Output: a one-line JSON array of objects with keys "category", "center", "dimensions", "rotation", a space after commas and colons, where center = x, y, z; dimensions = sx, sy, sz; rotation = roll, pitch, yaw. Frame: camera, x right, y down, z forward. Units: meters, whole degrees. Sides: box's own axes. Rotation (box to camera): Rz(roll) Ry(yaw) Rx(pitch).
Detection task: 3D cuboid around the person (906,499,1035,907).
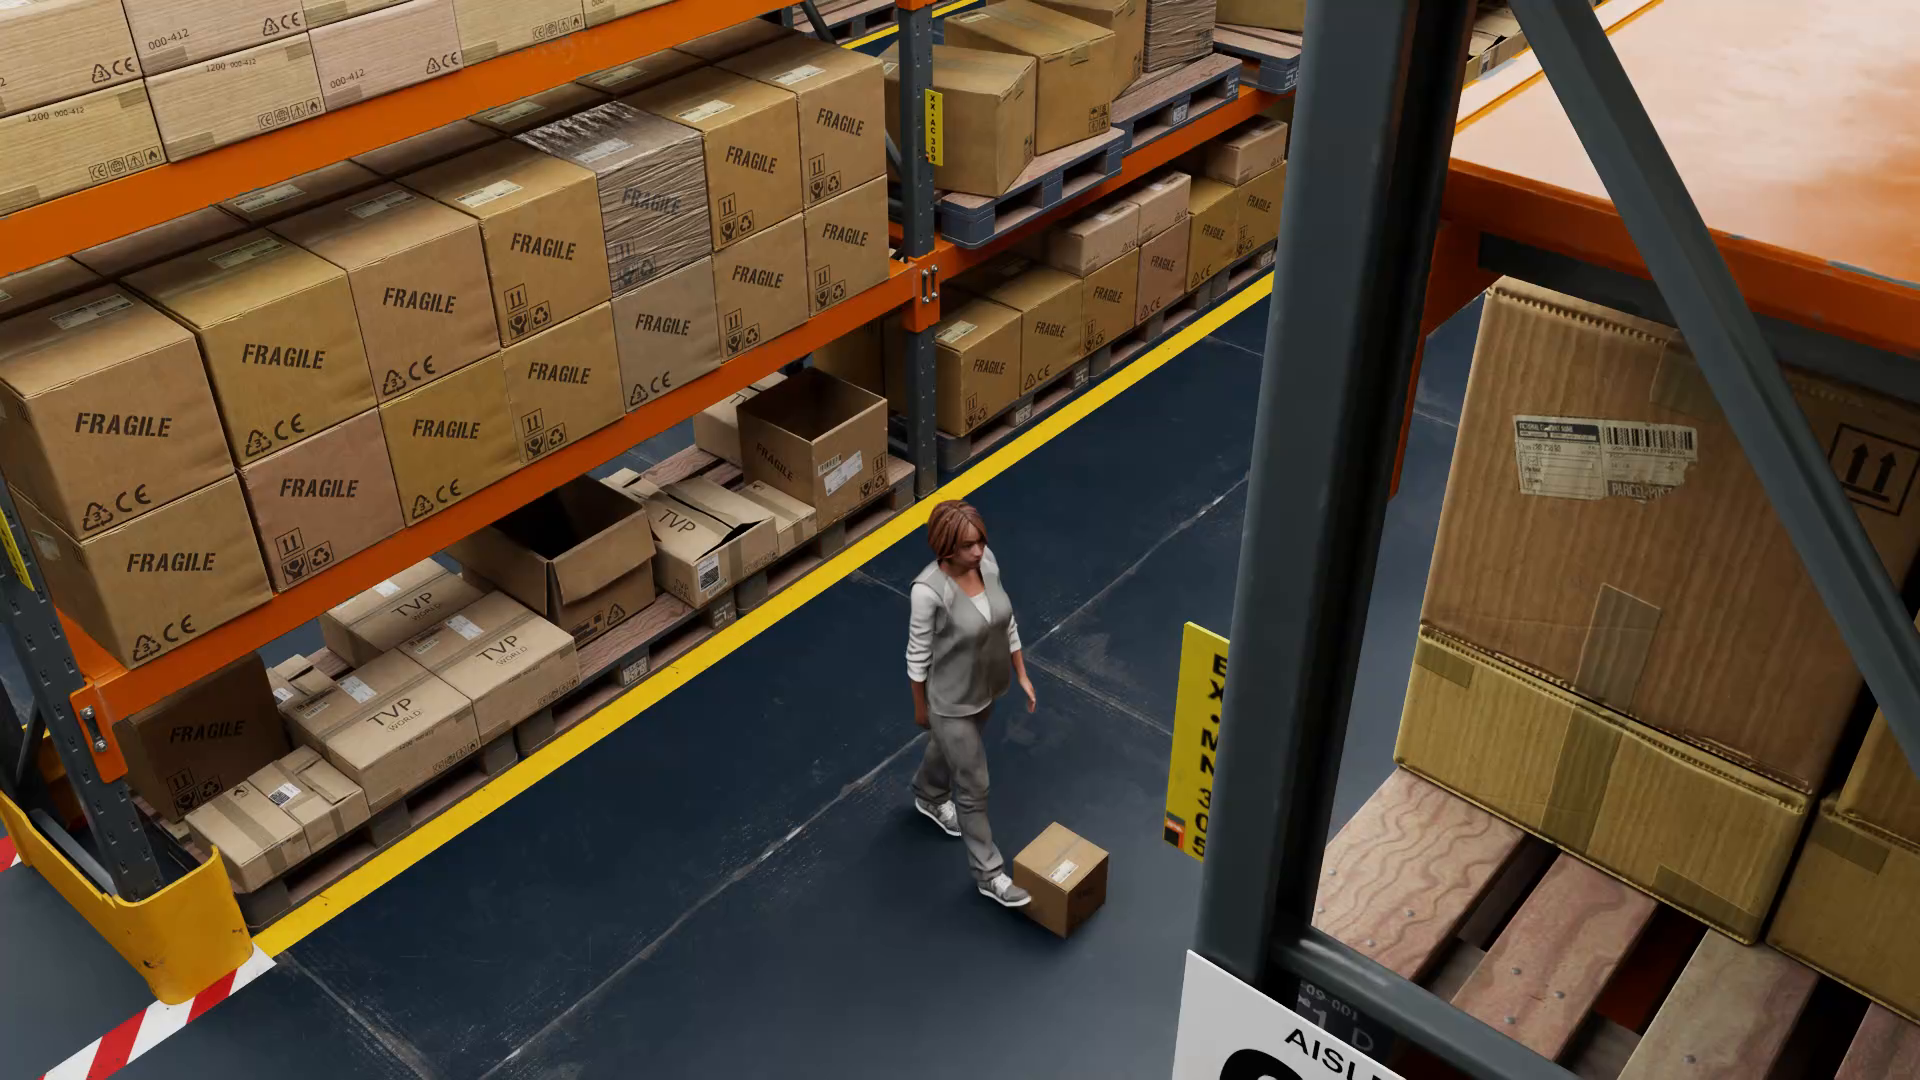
[{"category": "person", "center": [0.065, 0.553, 5.884], "dimensions": [0.722, 1.579, 0.416], "rotation": [26, 43, 31]}]
